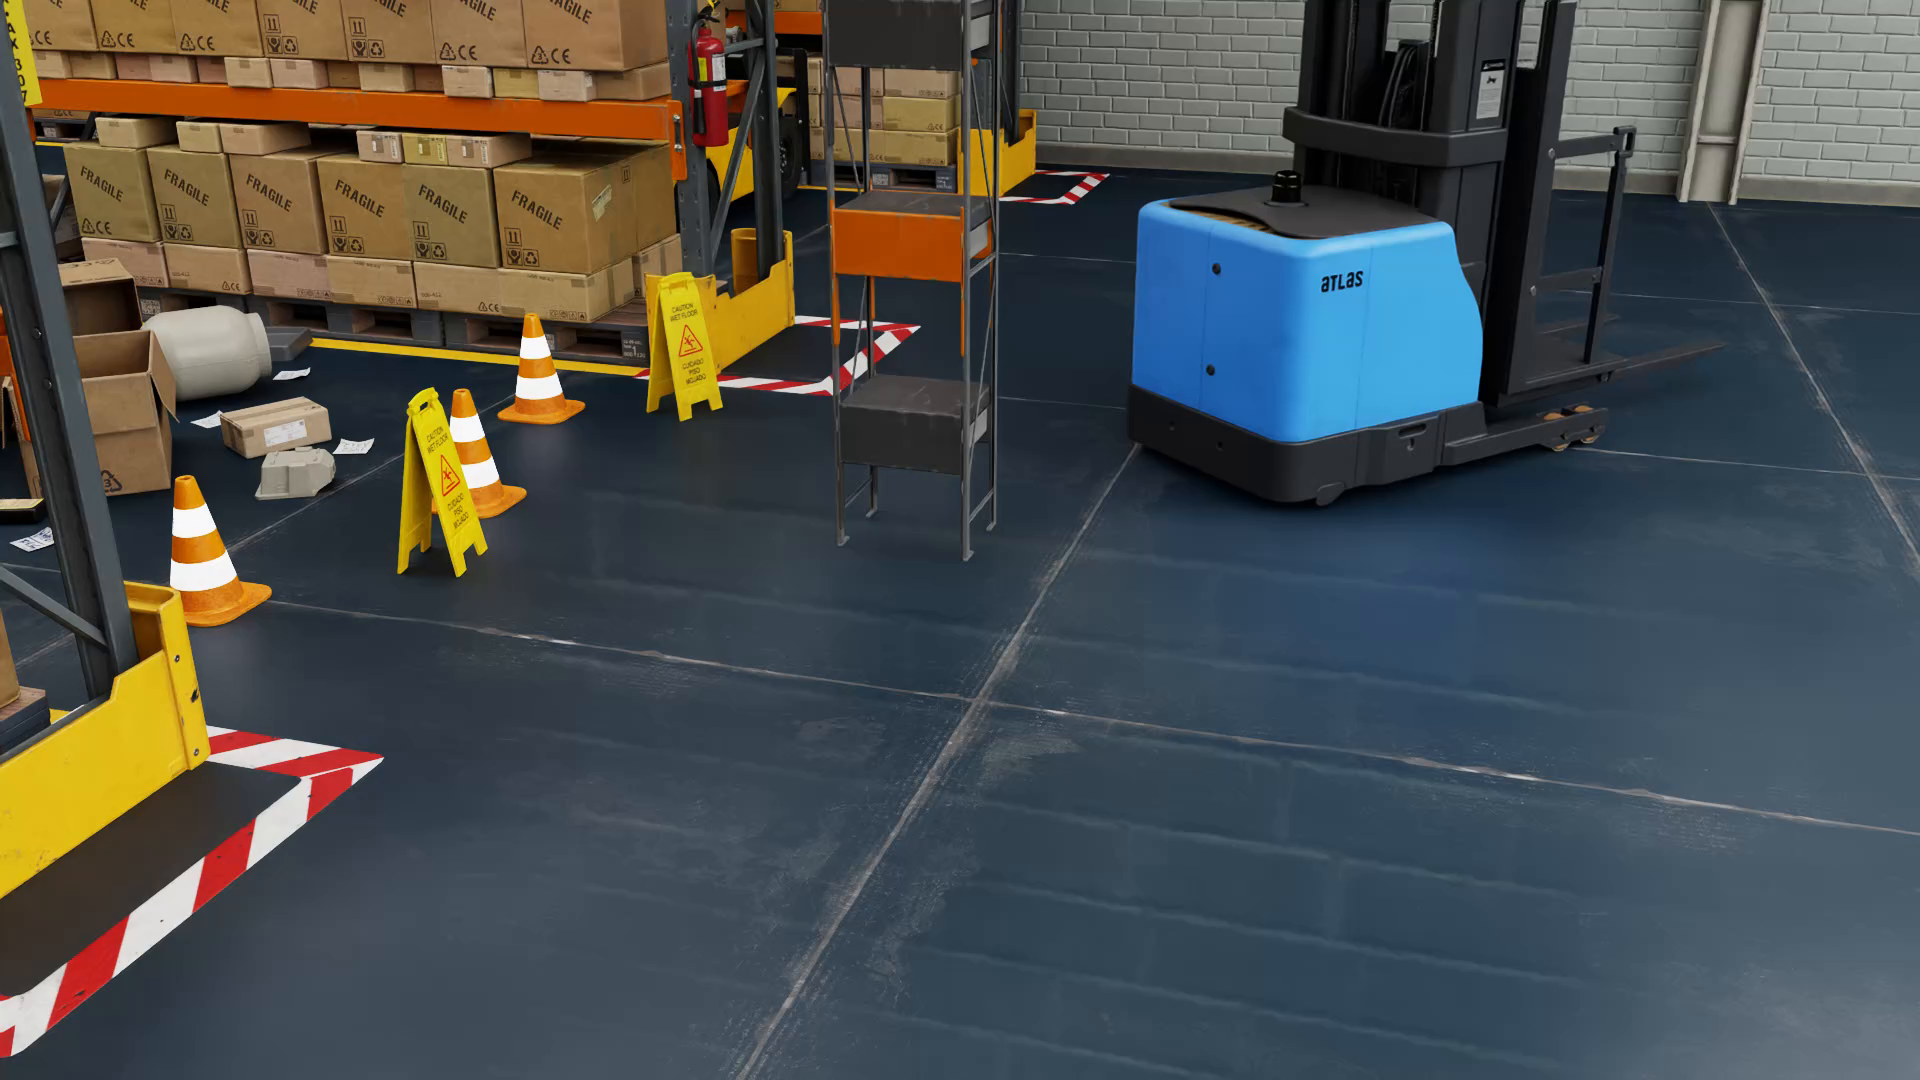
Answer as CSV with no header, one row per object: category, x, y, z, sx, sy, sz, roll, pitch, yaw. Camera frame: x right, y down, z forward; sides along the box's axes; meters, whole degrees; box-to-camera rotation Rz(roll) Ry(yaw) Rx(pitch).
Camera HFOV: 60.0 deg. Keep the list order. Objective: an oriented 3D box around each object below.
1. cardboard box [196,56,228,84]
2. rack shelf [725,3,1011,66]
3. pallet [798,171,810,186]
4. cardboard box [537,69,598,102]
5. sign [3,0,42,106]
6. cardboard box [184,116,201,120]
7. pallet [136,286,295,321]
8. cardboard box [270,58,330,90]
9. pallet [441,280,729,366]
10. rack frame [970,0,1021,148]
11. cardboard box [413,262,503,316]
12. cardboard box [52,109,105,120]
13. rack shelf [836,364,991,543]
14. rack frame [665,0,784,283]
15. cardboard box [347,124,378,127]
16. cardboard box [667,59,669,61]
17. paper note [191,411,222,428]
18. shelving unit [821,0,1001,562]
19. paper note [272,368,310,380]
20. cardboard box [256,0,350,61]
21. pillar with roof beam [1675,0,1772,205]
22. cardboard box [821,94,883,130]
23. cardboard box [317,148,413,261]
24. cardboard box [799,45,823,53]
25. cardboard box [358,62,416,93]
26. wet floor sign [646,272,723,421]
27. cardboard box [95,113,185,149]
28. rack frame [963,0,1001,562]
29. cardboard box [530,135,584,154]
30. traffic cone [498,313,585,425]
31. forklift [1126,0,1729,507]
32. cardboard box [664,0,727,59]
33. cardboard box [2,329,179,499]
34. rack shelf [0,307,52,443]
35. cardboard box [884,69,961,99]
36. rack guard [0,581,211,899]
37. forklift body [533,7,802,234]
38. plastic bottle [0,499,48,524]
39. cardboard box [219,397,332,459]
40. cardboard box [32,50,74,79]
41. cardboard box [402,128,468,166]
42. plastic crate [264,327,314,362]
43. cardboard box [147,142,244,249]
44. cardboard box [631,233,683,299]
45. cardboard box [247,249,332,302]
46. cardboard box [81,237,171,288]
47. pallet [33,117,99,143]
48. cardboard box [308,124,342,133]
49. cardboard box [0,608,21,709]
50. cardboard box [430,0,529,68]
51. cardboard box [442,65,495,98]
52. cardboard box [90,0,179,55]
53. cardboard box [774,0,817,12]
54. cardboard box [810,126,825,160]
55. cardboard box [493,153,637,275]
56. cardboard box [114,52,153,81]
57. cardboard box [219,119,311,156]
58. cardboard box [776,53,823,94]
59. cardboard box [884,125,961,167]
cardboard box,-3.765,-2.489,8.718,0.250,0.149,0.380,6,23,15
rack shelf,-1.640,-4.093,13.244,4.000,0.370,1.077,7,23,16
pallet,-1.634,-3.120,13.597,1.213,0.211,1.003,7,23,15
cardboard box,-1.850,-2.237,8.103,0.250,0.149,0.380,6,23,15
sign,-2.323,-1.231,4.074,0.005,0.325,0.100,7,23,16
cardboard box,-6.791,-4.106,14.903,0.625,0.625,0.875,7,23,17
pallet,-4.332,-1.490,9.625,1.213,0.211,1.003,7,23,16
cardboard box,-3.305,-2.413,8.531,0.250,0.149,0.380,6,23,15
pallet,-1.996,-1.223,8.973,1.213,0.211,1.003,7,23,16
rack frame,0.275,-4.207,12.573,0.127,3.000,1.000,7,23,16
cardboard box,-2.501,-1.375,8.741,0.500,0.250,0.500,7,23,16
cardboard box,-7.851,-4.090,15.028,0.500,0.500,0.500,7,23,17
rack shelf,-0.158,-0.329,6.187,0.480,0.518,0.431,7,23,16
rack frame,-1.156,-2.403,8.175,0.127,3.000,1.000,7,23,16
cardboard box,-4.798,-3.882,14.356,0.625,0.625,0.875,6,23,15
cardboard box,-1.421,-2.399,8.497,0.250,0.149,0.380,7,23,16
paper note,-3.405,-0.552,7.590,0.142,0.019,0.148,16,27,34
shelving unit,-0.158,-0.990,5.916,0.503,2.100,0.431,7,23,16
paper note,-3.312,-0.826,8.244,0.148,0.019,0.142,-1,22,-3
cardboard box,-3.191,-2.721,8.428,0.500,0.500,0.500,7,23,16
pillar with roof beam,4.369,-5.164,7.002,0.400,9.000,9.100,7,23,16
cardboard box,-0.759,-3.359,12.917,0.500,0.250,0.500,6,23,15
cardboard box,-2.980,-1.779,8.736,0.500,0.500,0.500,6,23,14
cardboard box,-1.086,-3.825,13.395,0.500,0.250,0.500,6,23,15
cardboard box,-2.820,-2.365,8.413,0.250,0.149,0.380,6,23,15
wet floor sign,-1.283,-0.904,7.623,0.232,0.644,0.267,16,27,34
cardboard box,-4.396,-2.212,8.938,0.250,0.149,0.380,7,23,16
rack frame,0.075,-0.963,5.851,0.015,2.100,0.400,7,23,16
cardboard box,-2.373,-1.919,9.077,0.500,0.500,0.500,6,23,14
traffic cone,-1.940,-0.808,7.629,0.334,0.463,0.336,7,23,16
forklift,2.237,-1.893,7.023,3.031,2.935,1.130,-14,26,-30
cardboard box,-1.529,-2.739,8.472,0.500,0.500,0.500,6,23,15
cardboard box,-3.569,-0.521,6.876,0.637,0.503,0.797,-9,24,-21
rack shelf,-4.403,-0.480,4.435,4.000,0.370,1.077,7,23,16
cardboard box,-0.256,-3.529,12.672,0.500,0.250,0.500,7,23,17
rack guard,-2.466,0.566,4.232,0.348,0.500,1.175,7,23,16
forklift body,-2.068,-3.359,11.625,1.214,2.155,2.313,7,23,16
plastic bottle,-3.707,-0.111,6.460,0.283,0.061,0.133,-1,22,-3
cardboard box,-2.993,-0.494,7.277,0.380,0.149,0.250,-20,29,-39
cardboard box,-4.776,-2.574,8.924,0.250,0.149,0.380,6,23,15
cardboard box,-2.609,-2.010,8.444,0.250,0.149,0.380,7,23,16
plastic crate,-3.719,-1.020,8.652,0.583,0.080,0.402,-1,22,-3
cardboard box,-3.982,-1.893,9.015,0.500,0.500,0.500,8,23,18
cardboard box,-1.848,-1.514,9.078,0.500,0.250,0.500,6,23,15
cardboard box,-3.475,-1.489,9.017,0.500,0.250,0.500,6,23,15
cardboard box,-4.498,-1.601,9.290,0.500,0.250,0.500,5,23,13
pallet,-8.088,-3.889,15.473,1.213,0.211,1.003,7,23,16
cardboard box,-3.854,-2.088,9.489,0.500,0.500,0.500,7,23,16
cardboard box,-3.157,0.145,4.210,0.875,0.875,0.875,7,23,16
cardboard box,-2.233,-2.603,8.139,0.500,0.500,0.500,7,23,16
cardboard box,-2.344,-2.290,8.232,0.250,0.149,0.380,7,23,16
cardboard box,-4.157,-2.829,8.691,0.500,0.500,0.500,6,23,15
cardboard box,-1.257,-4.328,12.736,0.500,0.500,0.500,6,23,14
cardboard box,-1.216,-3.182,13.144,0.500,0.250,0.500,7,23,16
cardboard box,-1.998,-1.665,8.458,0.500,0.500,0.500,7,23,16
cardboard box,-4.256,-2.547,8.858,0.250,0.149,0.380,6,23,15
cardboard box,-3.645,-2.128,8.732,0.250,0.149,0.380,8,24,19
cardboard box,-1.233,-3.634,12.929,0.500,0.250,0.500,7,23,16
cardboard box,-0.266,-3.066,12.861,0.500,0.250,0.500,7,23,16
